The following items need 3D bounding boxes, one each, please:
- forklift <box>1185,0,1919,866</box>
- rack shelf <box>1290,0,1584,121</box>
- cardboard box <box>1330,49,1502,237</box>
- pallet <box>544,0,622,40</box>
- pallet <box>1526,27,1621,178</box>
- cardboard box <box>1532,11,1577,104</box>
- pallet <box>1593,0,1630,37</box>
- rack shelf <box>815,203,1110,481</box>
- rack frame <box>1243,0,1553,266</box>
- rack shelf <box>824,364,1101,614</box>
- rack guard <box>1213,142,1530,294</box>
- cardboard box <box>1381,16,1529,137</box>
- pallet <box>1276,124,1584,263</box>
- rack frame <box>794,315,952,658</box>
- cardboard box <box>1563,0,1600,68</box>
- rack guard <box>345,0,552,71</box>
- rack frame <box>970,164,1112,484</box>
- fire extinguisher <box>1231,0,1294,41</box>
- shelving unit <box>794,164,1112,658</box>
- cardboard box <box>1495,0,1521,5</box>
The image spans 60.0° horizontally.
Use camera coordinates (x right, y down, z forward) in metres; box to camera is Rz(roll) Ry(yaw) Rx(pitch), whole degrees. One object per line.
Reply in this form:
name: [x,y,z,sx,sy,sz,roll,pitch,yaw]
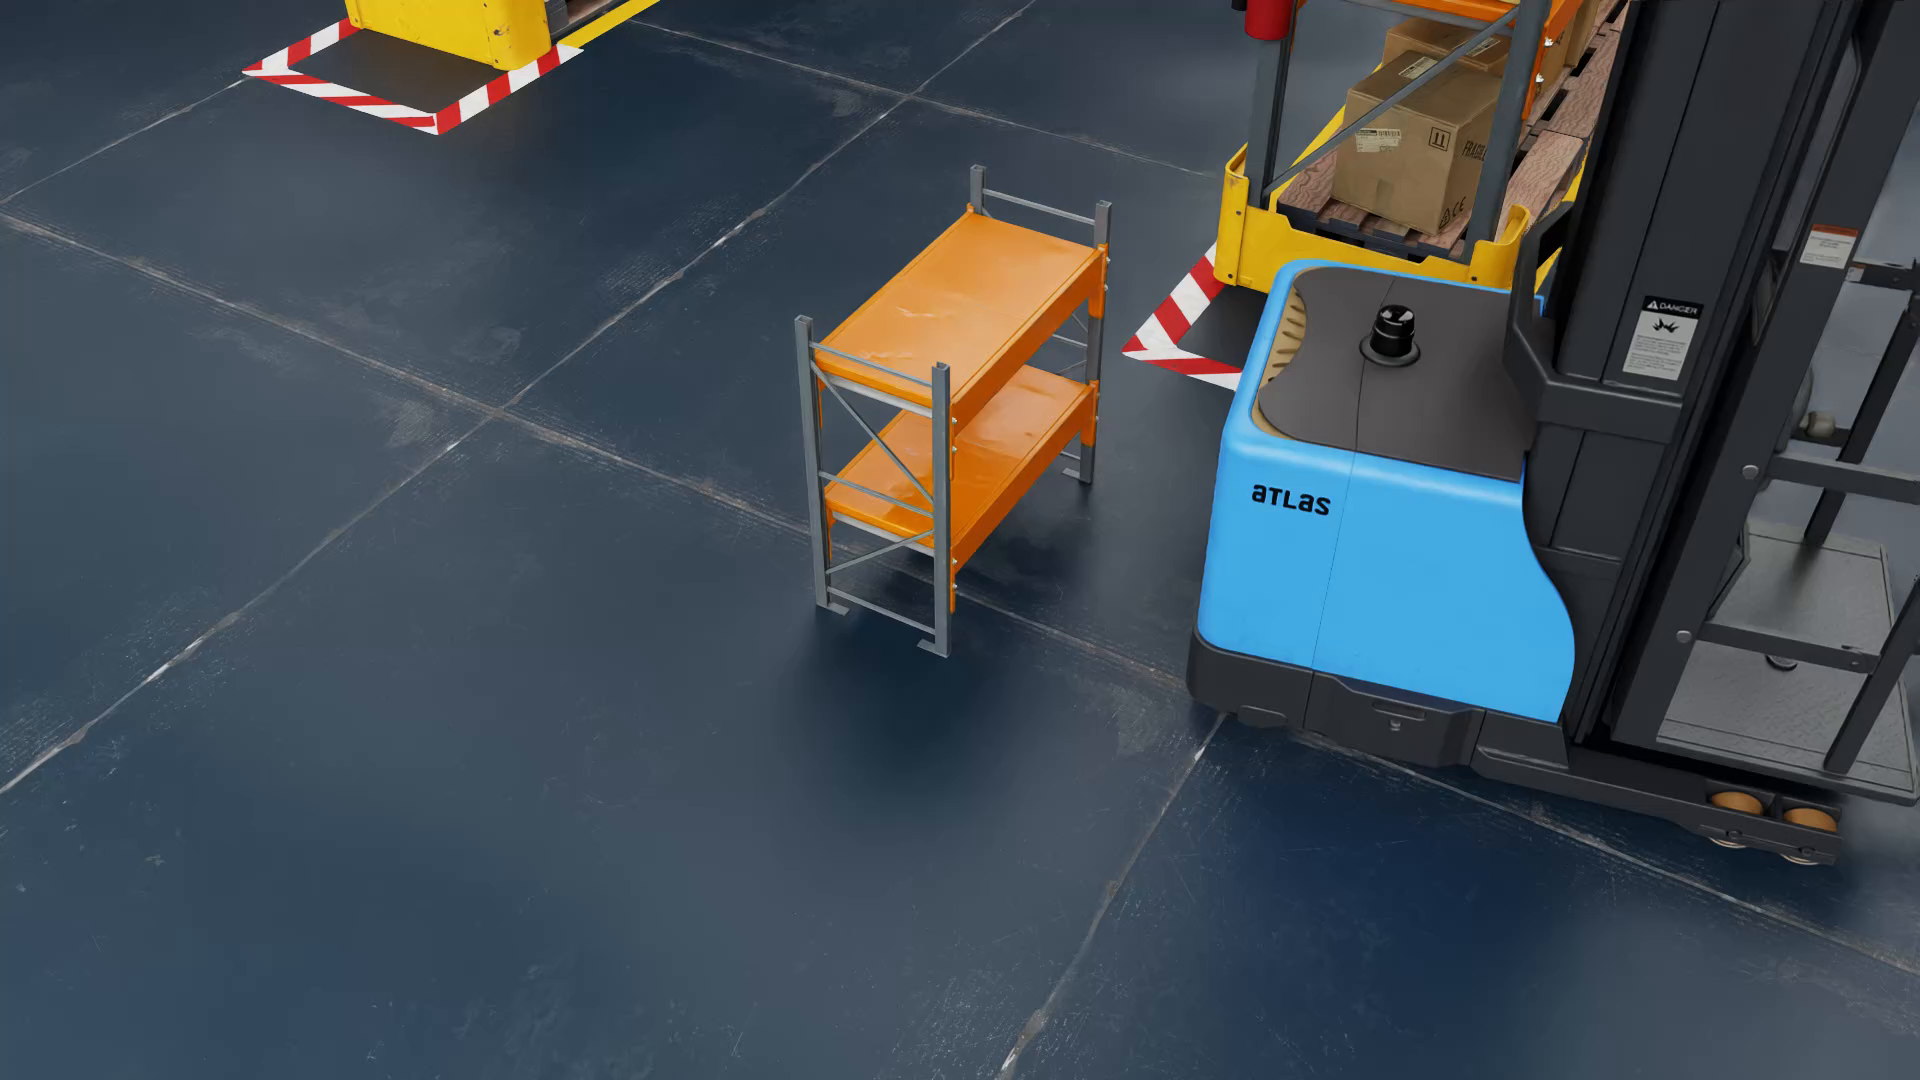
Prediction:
forklift: [2.272,-0.578,4.188,3.031,2.935,1.130,12,43,13]
rack shelf: [2.600,-2.966,7.393,1.077,0.370,4.000,21,45,22]
cardboard box: [1.926,-1.663,6.942,0.500,0.500,0.500,30,49,29]
pallet: [-2.280,-3.205,9.230,1.003,0.211,1.213,21,45,22]
pallet: [2.686,-2.237,8.131,1.003,0.211,1.213,21,45,22]
cardboard box: [2.525,-2.368,7.743,0.500,0.500,0.500,25,47,26]
pallet: [3.295,-2.938,8.926,1.003,0.211,1.213,21,45,22]
rack shelf: [0.003,-0.646,5.189,0.538,0.278,1.000,21,45,22]
rack frame: [1.599,-2.092,5.856,1.000,3.000,0.127,21,45,22]
rack shelf: [0.003,-0.243,5.544,0.538,0.278,1.000,21,45,22]
rack guard: [1.637,-1.197,6.731,1.175,0.500,0.348,21,45,22]
cardboard box: [2.196,-2.016,7.344,0.500,0.500,0.500,-33,51,-32]
pallet: [2.074,-1.542,7.341,1.003,0.211,1.213,21,45,22]
rack frame: [-0.251,-0.135,5.052,0.500,1.125,0.032,21,45,22]
cardboard box: [2.843,-2.673,8.089,0.500,0.500,0.500,17,44,18]
rack guard: [-2.692,-2.851,8.609,1.175,0.500,0.348,21,45,22]
rack frame: [0.258,-0.717,5.713,0.500,1.125,0.032,21,45,22]
fire extinguisher: [1.143,-2.150,5.980,0.296,0.674,0.183,21,45,22]
shelving unit: [0.003,-0.426,5.383,0.538,1.125,1.048,21,45,22]
cardboard box: [1.948,-2.082,6.034,0.380,0.149,0.250,21,45,22]
